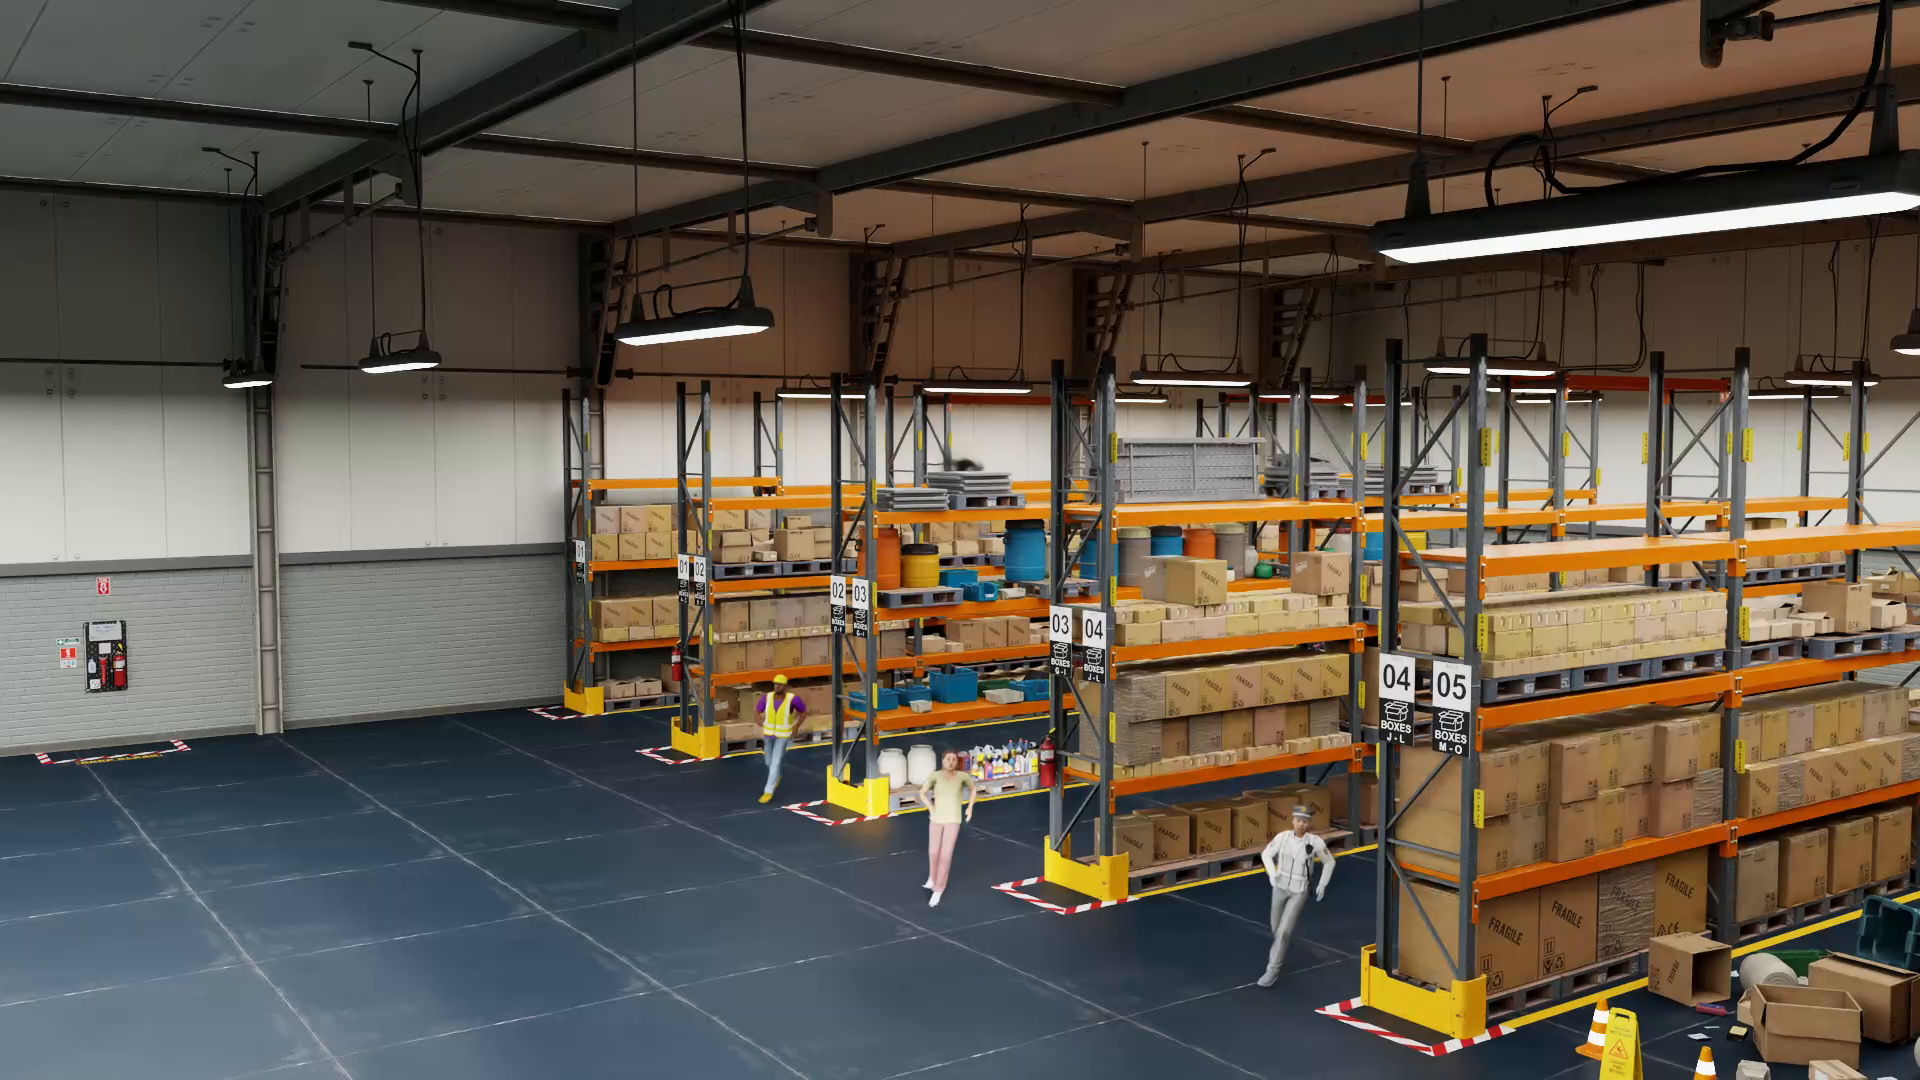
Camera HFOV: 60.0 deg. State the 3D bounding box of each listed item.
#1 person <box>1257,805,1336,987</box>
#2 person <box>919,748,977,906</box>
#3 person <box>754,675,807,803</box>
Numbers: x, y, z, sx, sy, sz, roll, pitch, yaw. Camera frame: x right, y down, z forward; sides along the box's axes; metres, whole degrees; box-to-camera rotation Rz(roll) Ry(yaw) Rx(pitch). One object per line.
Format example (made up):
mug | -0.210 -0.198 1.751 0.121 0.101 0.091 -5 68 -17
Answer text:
person | 3.163 3.313 15.717 0.672 1.657 0.918 2 4 28
person | -0.147 3.149 18.493 0.626 1.691 0.788 1 4 9
person | -2.566 2.730 23.521 0.728 1.681 0.918 1 4 15
